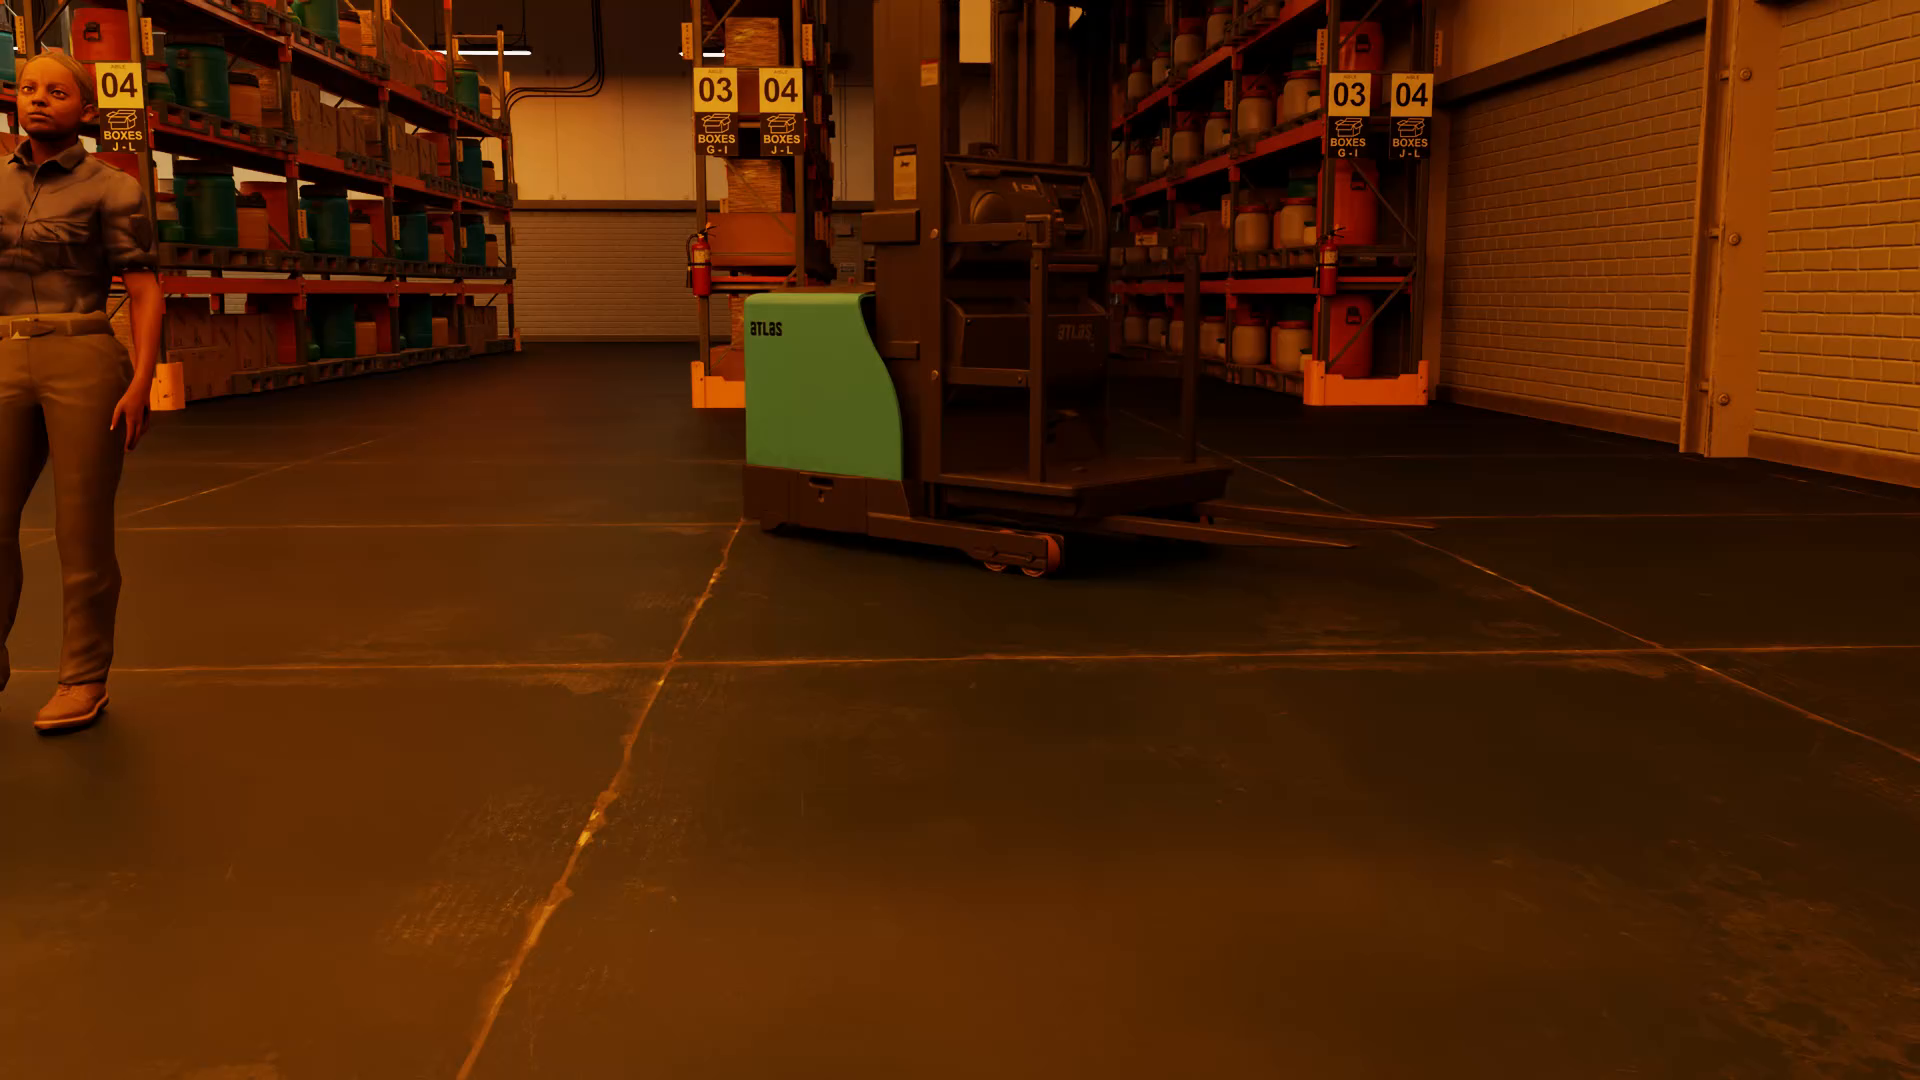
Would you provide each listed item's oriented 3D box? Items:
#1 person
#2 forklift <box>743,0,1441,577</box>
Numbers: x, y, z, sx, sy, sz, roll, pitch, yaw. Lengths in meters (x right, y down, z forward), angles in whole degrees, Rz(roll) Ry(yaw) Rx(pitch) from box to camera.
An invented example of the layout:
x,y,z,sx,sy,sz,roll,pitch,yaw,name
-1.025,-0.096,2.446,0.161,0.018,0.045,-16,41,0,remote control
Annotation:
x,y,z,sx,sy,sz,roll,pitch,yaw,name
-2.286,-0.365,4.084,0.570,1.654,0.504,0,8,1,person
0.438,-1.394,6.717,3.031,2.935,1.130,8,11,42,forklift
